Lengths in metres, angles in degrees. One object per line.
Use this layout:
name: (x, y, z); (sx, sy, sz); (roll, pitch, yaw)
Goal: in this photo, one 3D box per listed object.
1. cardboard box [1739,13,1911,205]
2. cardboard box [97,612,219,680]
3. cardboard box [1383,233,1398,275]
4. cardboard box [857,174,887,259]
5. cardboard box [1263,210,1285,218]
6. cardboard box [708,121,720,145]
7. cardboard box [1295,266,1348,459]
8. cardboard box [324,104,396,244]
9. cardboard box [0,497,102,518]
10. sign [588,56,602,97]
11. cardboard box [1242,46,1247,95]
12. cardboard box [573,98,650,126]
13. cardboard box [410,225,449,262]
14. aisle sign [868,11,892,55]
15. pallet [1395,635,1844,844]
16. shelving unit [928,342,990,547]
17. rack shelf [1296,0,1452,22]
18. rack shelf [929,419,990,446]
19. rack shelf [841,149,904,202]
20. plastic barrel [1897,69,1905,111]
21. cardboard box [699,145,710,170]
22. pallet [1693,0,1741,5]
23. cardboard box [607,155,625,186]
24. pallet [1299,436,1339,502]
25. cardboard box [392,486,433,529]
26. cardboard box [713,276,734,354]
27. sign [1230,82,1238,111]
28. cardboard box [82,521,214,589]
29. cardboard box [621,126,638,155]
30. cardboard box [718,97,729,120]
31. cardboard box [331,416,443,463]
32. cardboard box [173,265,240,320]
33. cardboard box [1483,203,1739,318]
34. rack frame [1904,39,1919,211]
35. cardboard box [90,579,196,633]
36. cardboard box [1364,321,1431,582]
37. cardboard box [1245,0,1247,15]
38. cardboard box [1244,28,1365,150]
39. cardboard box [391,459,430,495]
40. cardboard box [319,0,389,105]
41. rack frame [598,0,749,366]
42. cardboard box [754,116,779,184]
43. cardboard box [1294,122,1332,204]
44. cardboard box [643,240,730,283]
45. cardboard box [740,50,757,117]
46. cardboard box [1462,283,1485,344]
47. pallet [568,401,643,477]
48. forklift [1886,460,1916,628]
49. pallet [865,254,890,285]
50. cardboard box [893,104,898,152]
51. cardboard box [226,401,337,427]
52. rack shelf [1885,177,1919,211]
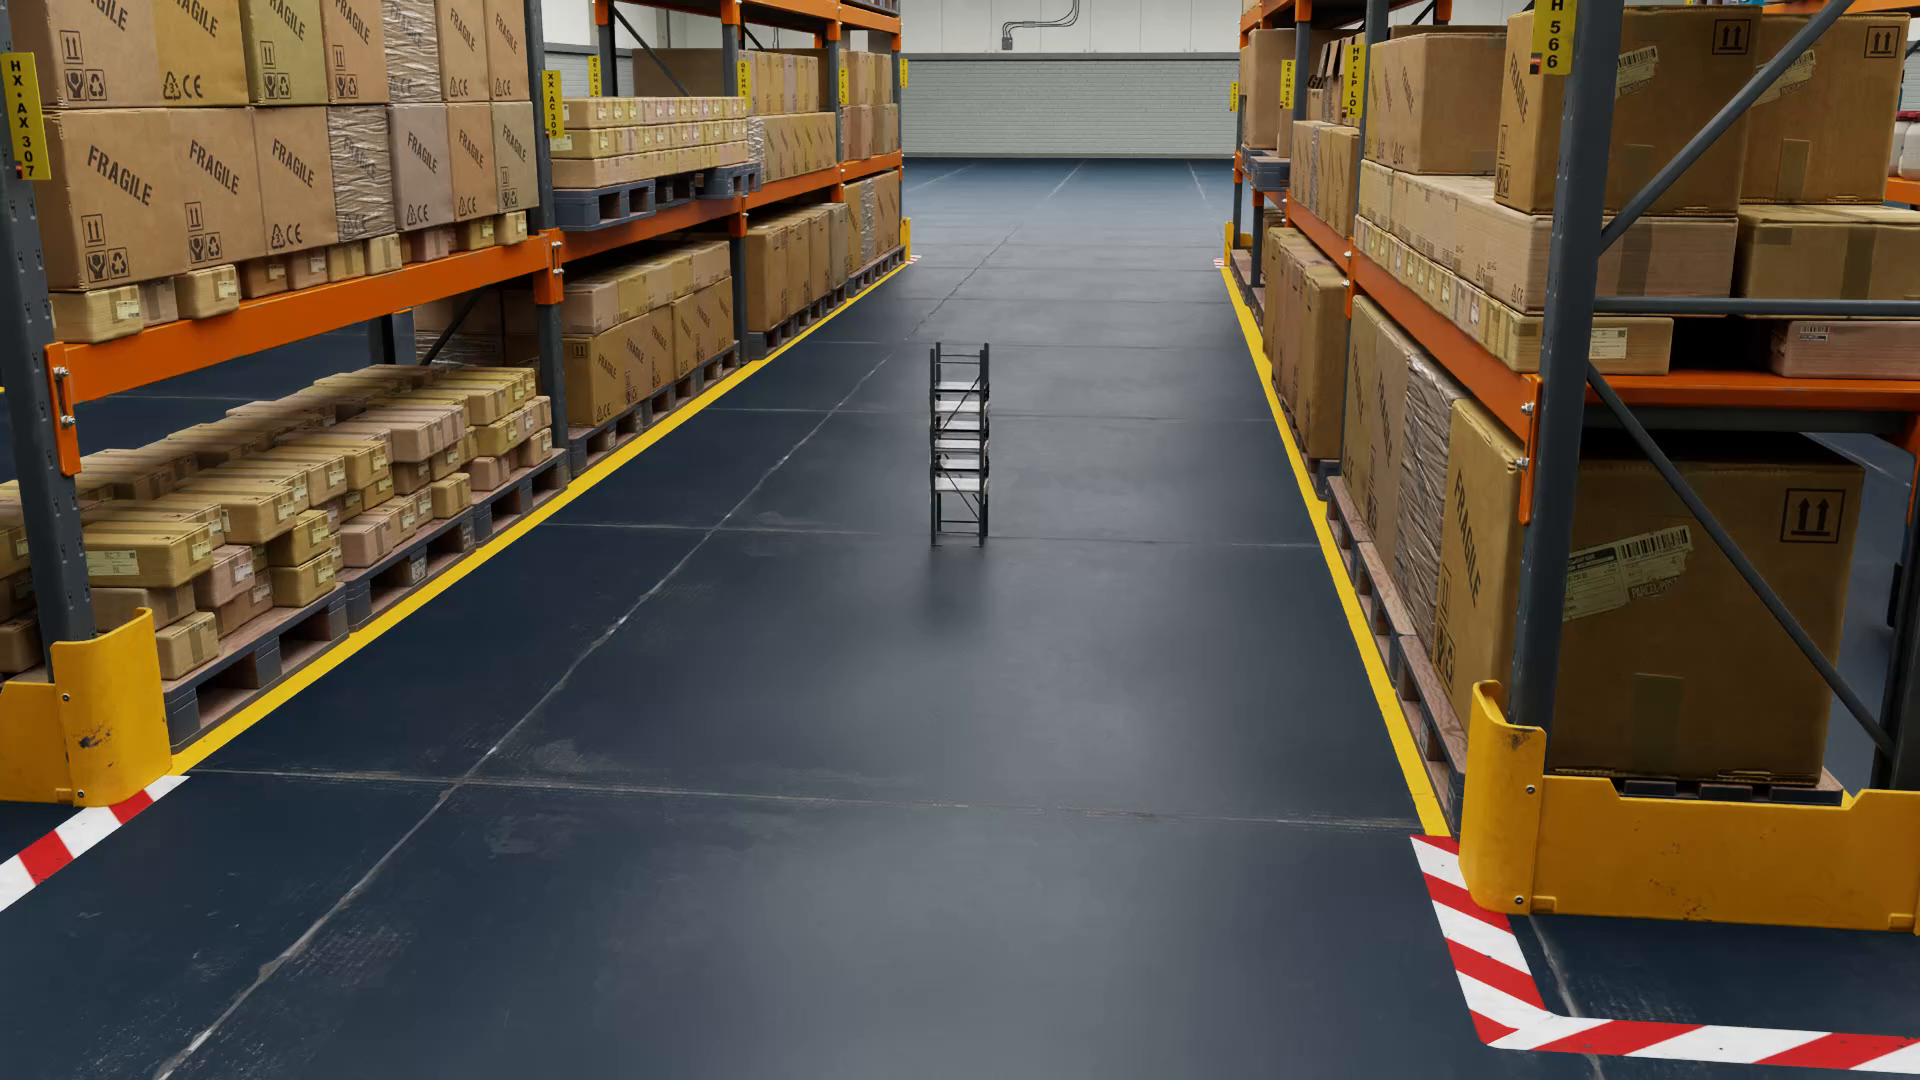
cardboard box: (2.287, -1.222, 4.716); (0.500, 0.500, 0.500); (1, 15, 5)
cardboard box: (-2.631, 0.332, 5.345); (0.380, 0.149, 0.250); (2, 15, 7)
cardboard box: (1.880, -1.121, 6.542); (0.380, 0.149, 0.250); (1, 15, 5)
cardboard box: (-1.311, -3.636, 18.627); (0.875, 0.875, 0.875); (1, 15, 5)
cardboard box: (3.593, -3.371, 18.366); (0.500, 0.500, 0.500); (6, 16, 21)
cardboard box: (-1.794, -2.671, 10.900); (0.380, 0.149, 0.250); (2, 15, 6)
cardboard box: (2.412, -0.924, 8.598); (1.225, 0.875, 0.875); (2, 15, 6)
cardboard box: (-2.529, -1.414, 6.383); (0.500, 0.500, 0.500); (1, 15, 5)
cardboard box: (-3.115, -0.037, 5.570); (0.380, 0.149, 0.250); (2, 15, 7)
sign: (-2.658, -3.364, 12.139); (0.100, 0.325, 0.005); (2, 15, 6)
cardboard box: (3.262, -4.973, 17.630); (0.500, 0.500, 0.500); (2, 15, 6)
cardboard box: (-1.968, -2.413, 9.377); (0.380, 0.149, 0.250); (1, 15, 6)
cardboard box: (-2.422, -1.275, 7.113); (0.380, 0.149, 0.250); (1, 15, 4)
aisle sign: (-0.897, -6.129, 19.602); (0.394, 0.787, 0.004); (2, 15, 6)
pallet: (1.921, 0.594, 5.062); (1.003, 0.211, 1.213); (2, 15, 6)
shelving unit: (-0.001, -0.432, 7.537); (0.258, 0.900, 0.210); (2, 15, 6)
rack shelf: (2.585, -3.200, 9.380); (1.077, 0.370, 4.000); (2, 15, 6)
rack shelf: (-0.001, -0.487, 7.522); (0.258, 0.077, 0.200); (2, 15, 6)
rack shelf: (-1.429, -3.999, 18.082); (1.077, 0.370, 4.000); (2, 15, 6)
plastic barrel: (7.839, -3.660, 14.490); (0.600, 0.901, 0.708); (2, 15, 6)
cardboard box: (-1.824, -2.464, 10.706); (0.380, 0.149, 0.250); (1, 15, 4)
pallet: (8.444, -5.692, 17.580); (1.003, 0.211, 1.213); (2, 15, 6)
cardboard box: (-2.030, -1.995, 8.969); (0.380, 0.149, 0.250); (2, 15, 7)
pallet: (2.372, -0.436, 8.872); (1.003, 0.211, 1.213); (2, 15, 6)
cardboard box: (-2.476, -0.133, 7.065); (0.380, 0.149, 0.250); (2, 15, 7)
cardboard box: (-1.920, -1.608, 11.845); (0.500, 0.500, 0.500); (2, 15, 6)
sign: (3.175, -5.126, 19.215); (0.100, 0.325, 0.005); (2, 15, 6)
cardboard box: (-2.612, 0.045, 5.265); (0.380, 0.149, 0.250); (1, 15, 4)
cardboard box: (-2.000, -2.200, 9.160); (0.380, 0.149, 0.250); (2, 15, 8)
cardboard box: (-1.766, -2.885, 11.122); (0.380, 0.149, 0.250); (2, 15, 8)
cardboard box: (-2.413, -0.426, 7.007); (0.380, 0.149, 0.250); (1, 15, 4)
cardboard box: (-2.575, -0.804, 5.368); (0.380, 0.149, 0.250); (1, 15, 5)
cardboard box: (1.699, -0.747, 4.397); (0.500, 0.250, 0.500); (1, 15, 5)
rack frame: (8.184, -3.509, 14.893); (1.000, 3.000, 0.127); (2, 15, 6)
cardboard box: (-2.694, 0.187, 5.313); (0.380, 0.149, 0.250); (2, 15, 9)
cardboard box: (2.104, -0.355, 6.494); (0.875, 0.875, 0.875); (2, 15, 6)
cardboard box: (3.350, -5.817, 17.968); (0.500, 0.250, 0.500); (1, 15, 5)
cardboard box: (3.034, -3.945, 14.553); (1.000, 1.000, 1.000); (2, 15, 7)
cardboard box: (-2.493, -0.293, 7.087); (0.380, 0.149, 0.250); (1, 15, 4)
cardboard box: (-2.509, -1.896, 6.249); (0.500, 0.500, 0.500); (1, 15, 4)
rack frame: (-2.106, -2.790, 12.233); (1.000, 3.000, 0.127); (2, 15, 6)
cardboard box: (-1.732, -3.079, 13.109); (0.500, 0.500, 0.500); (2, 15, 6)
cardboard box: (2.430, -2.414, 10.651); (0.500, 0.500, 0.500); (1, 15, 5)
cardboard box: (-1.923, -1.963, 11.722); (0.500, 0.250, 0.500); (1, 15, 5)
cardboard box: (-1.990, -3.568, 13.004); (0.700, 0.500, 0.500); (1, 15, 5)
cardboard box: (1.678, -0.656, 4.824); (0.380, 0.149, 0.250); (2, 15, 6)
pallet: (-2.471, -0.608, 9.507); (1.003, 0.211, 1.213); (2, 15, 6)
forklift: (5.019, -1.080, 6.042); (3.031, 2.935, 1.130); (-7, 17, -24)
pallet: (-1.356, -2.993, 18.328); (1.003, 0.211, 1.213); (2, 15, 6)
cardboard box: (-1.200, -4.840, 19.526); (0.875, 0.550, 0.550); (2, 15, 6)
cardboard box: (-2.988, -0.514, 7.335); (0.380, 0.149, 0.250); (2, 15, 7)
rack shelf: (7.958, -2.643, 13.069); (1.077, 0.370, 4.000); (2, 15, 6)
